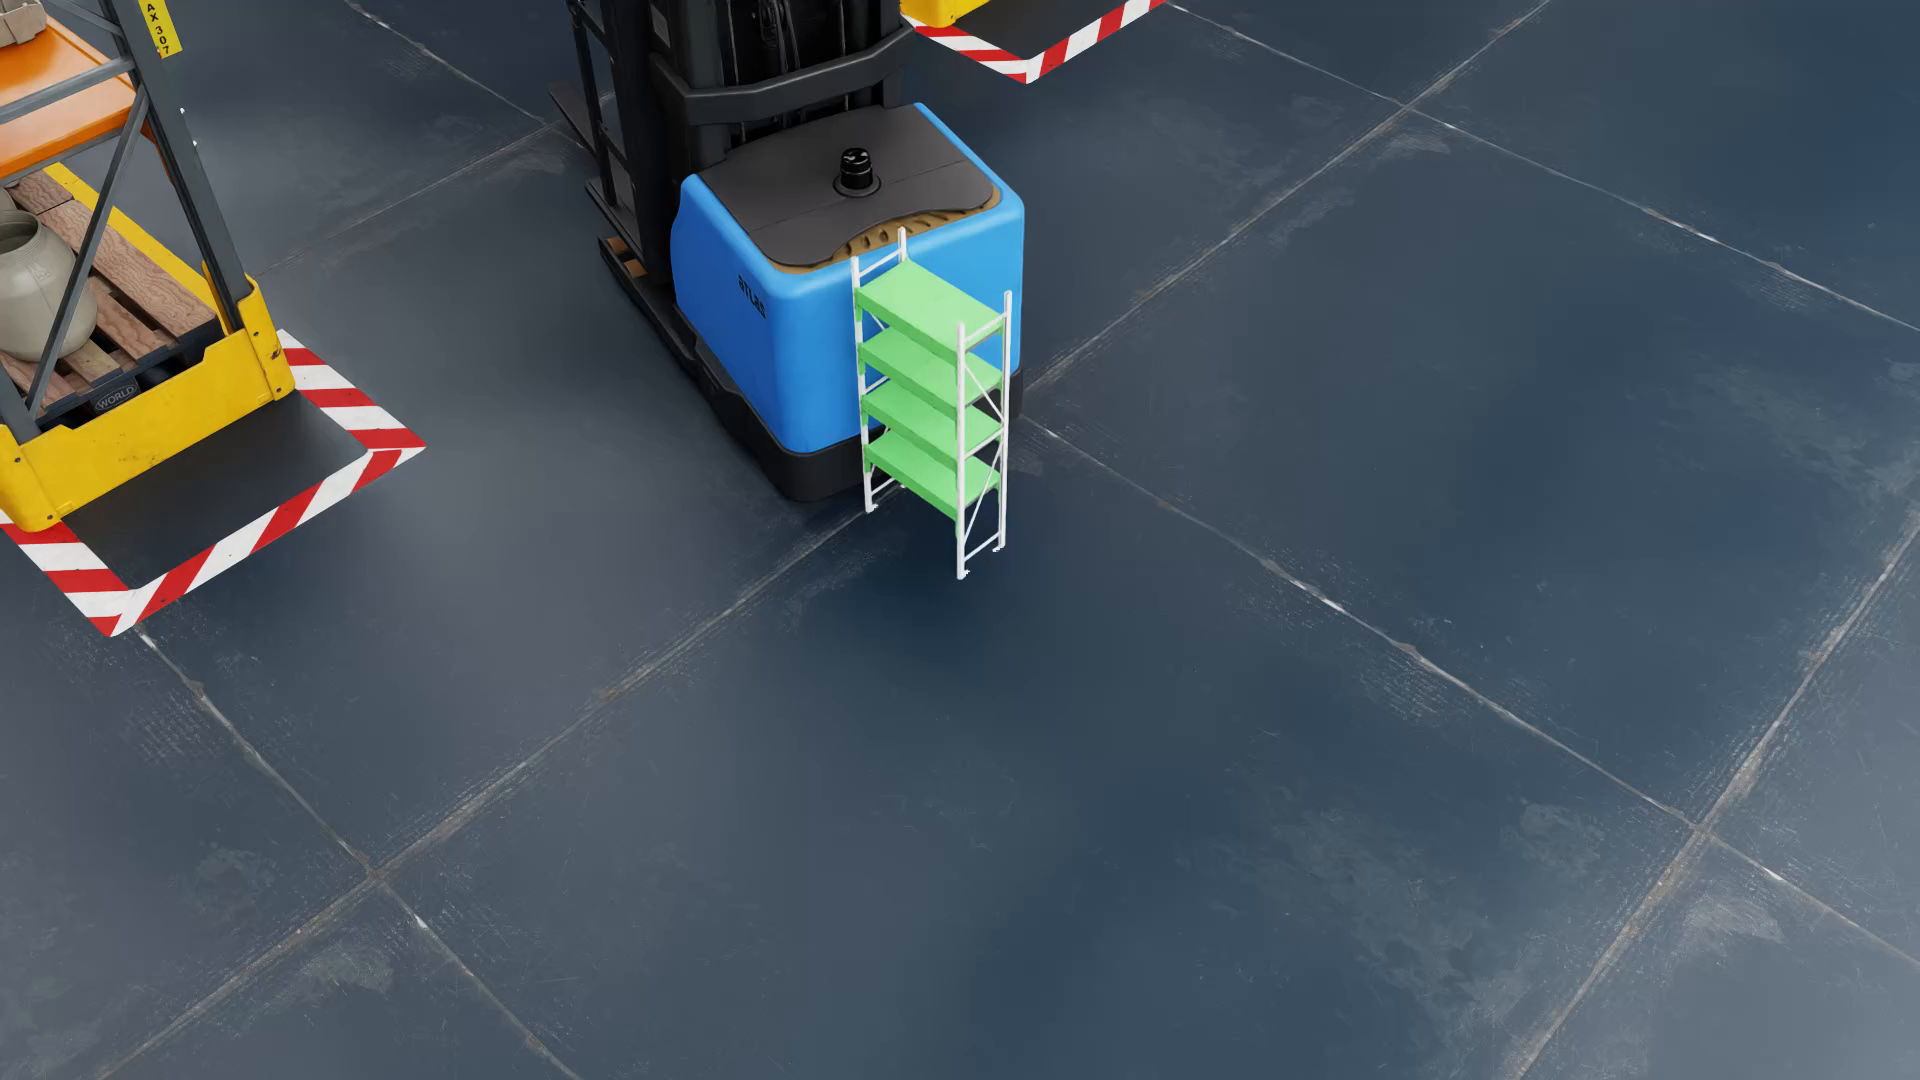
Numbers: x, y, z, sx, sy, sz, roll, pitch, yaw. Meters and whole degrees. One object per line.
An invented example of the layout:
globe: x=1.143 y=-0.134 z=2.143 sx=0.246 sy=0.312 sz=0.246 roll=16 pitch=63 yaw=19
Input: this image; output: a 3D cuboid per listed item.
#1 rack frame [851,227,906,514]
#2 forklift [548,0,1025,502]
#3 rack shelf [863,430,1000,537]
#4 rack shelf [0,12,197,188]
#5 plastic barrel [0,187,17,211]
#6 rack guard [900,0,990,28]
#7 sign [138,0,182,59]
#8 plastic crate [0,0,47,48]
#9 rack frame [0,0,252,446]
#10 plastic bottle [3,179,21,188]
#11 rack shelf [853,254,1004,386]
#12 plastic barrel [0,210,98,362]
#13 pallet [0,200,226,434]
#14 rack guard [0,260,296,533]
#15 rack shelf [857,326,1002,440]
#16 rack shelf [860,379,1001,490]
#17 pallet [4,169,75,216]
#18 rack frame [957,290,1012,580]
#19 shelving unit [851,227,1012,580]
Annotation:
rack frame: x=-0.272 y=-0.576 z=5.968 sx=0.015 sy=1.200 sz=0.240 roll=35 pitch=56 yaw=28
forklift: x=-0.931 y=-2.216 z=6.320 sx=1.130 sy=2.935 sz=3.031 roll=-23 pitch=51 yaw=-20
rack shelf: x=-0.097 y=-0.245 z=6.073 sx=0.480 sy=0.148 sz=0.258 roll=35 pitch=56 yaw=28
rack shelf: x=-4.613 y=-2.163 z=6.716 sx=4.000 sy=0.370 sz=1.077 roll=34 pitch=55 yaw=28
plastic barrel: x=-4.047 y=-1.244 z=6.779 sx=0.421 sy=0.512 sz=0.421 roll=0 pitch=47 yaw=0
rack guard: x=0.160 y=-3.255 z=8.964 sx=0.348 sy=0.500 sz=1.175 roll=34 pitch=55 yaw=28
sign: x=-2.767 y=-1.807 z=5.699 sx=0.005 sy=0.325 sz=0.100 roll=34 pitch=55 yaw=28
plastic crate: x=-3.583 y=-1.945 z=6.199 sx=0.250 sy=0.136 sz=0.298 roll=34 pitch=55 yaw=28
rack frame: x=-3.143 y=-1.420 z=5.526 sx=0.127 sy=3.000 sz=1.000 roll=34 pitch=55 yaw=28
plastic bottle: x=-4.264 y=-1.700 z=7.358 sx=0.097 sy=0.271 sz=0.097 roll=0 pitch=47 yaw=0
rack shelf: x=-0.097 y=-0.737 z=5.549 sx=0.480 sy=0.148 sz=0.258 roll=35 pitch=56 yaw=28
plastic barrel: x=-3.679 y=-0.997 z=6.547 sx=0.421 sy=0.512 sz=0.421 roll=0 pitch=47 yaw=0
pallet: x=-3.824 y=-0.882 z=6.934 sx=1.213 sy=0.211 sz=1.003 roll=34 pitch=55 yaw=28
rack guard: x=-3.231 y=-0.577 z=6.449 sx=0.348 sy=0.500 sz=1.175 roll=34 pitch=55 yaw=28
rack shelf: x=-0.097 y=-0.573 z=5.724 sx=0.480 sy=0.148 sz=0.258 roll=35 pitch=56 yaw=28
rack shelf: x=-0.097 y=-0.409 z=5.898 sx=0.480 sy=0.148 sz=0.258 roll=35 pitch=56 yaw=28
pallet: x=-4.717 y=-1.486 z=7.500 sx=1.213 sy=0.211 sz=1.003 roll=34 pitch=55 yaw=28
rack frame: x=0.079 y=-0.329 z=5.736 sx=0.015 sy=1.200 sz=0.240 roll=35 pitch=56 yaw=28
shelving unit: x=-0.097 y=-0.453 z=5.852 sx=0.503 sy=1.200 sz=0.258 roll=35 pitch=56 yaw=28
